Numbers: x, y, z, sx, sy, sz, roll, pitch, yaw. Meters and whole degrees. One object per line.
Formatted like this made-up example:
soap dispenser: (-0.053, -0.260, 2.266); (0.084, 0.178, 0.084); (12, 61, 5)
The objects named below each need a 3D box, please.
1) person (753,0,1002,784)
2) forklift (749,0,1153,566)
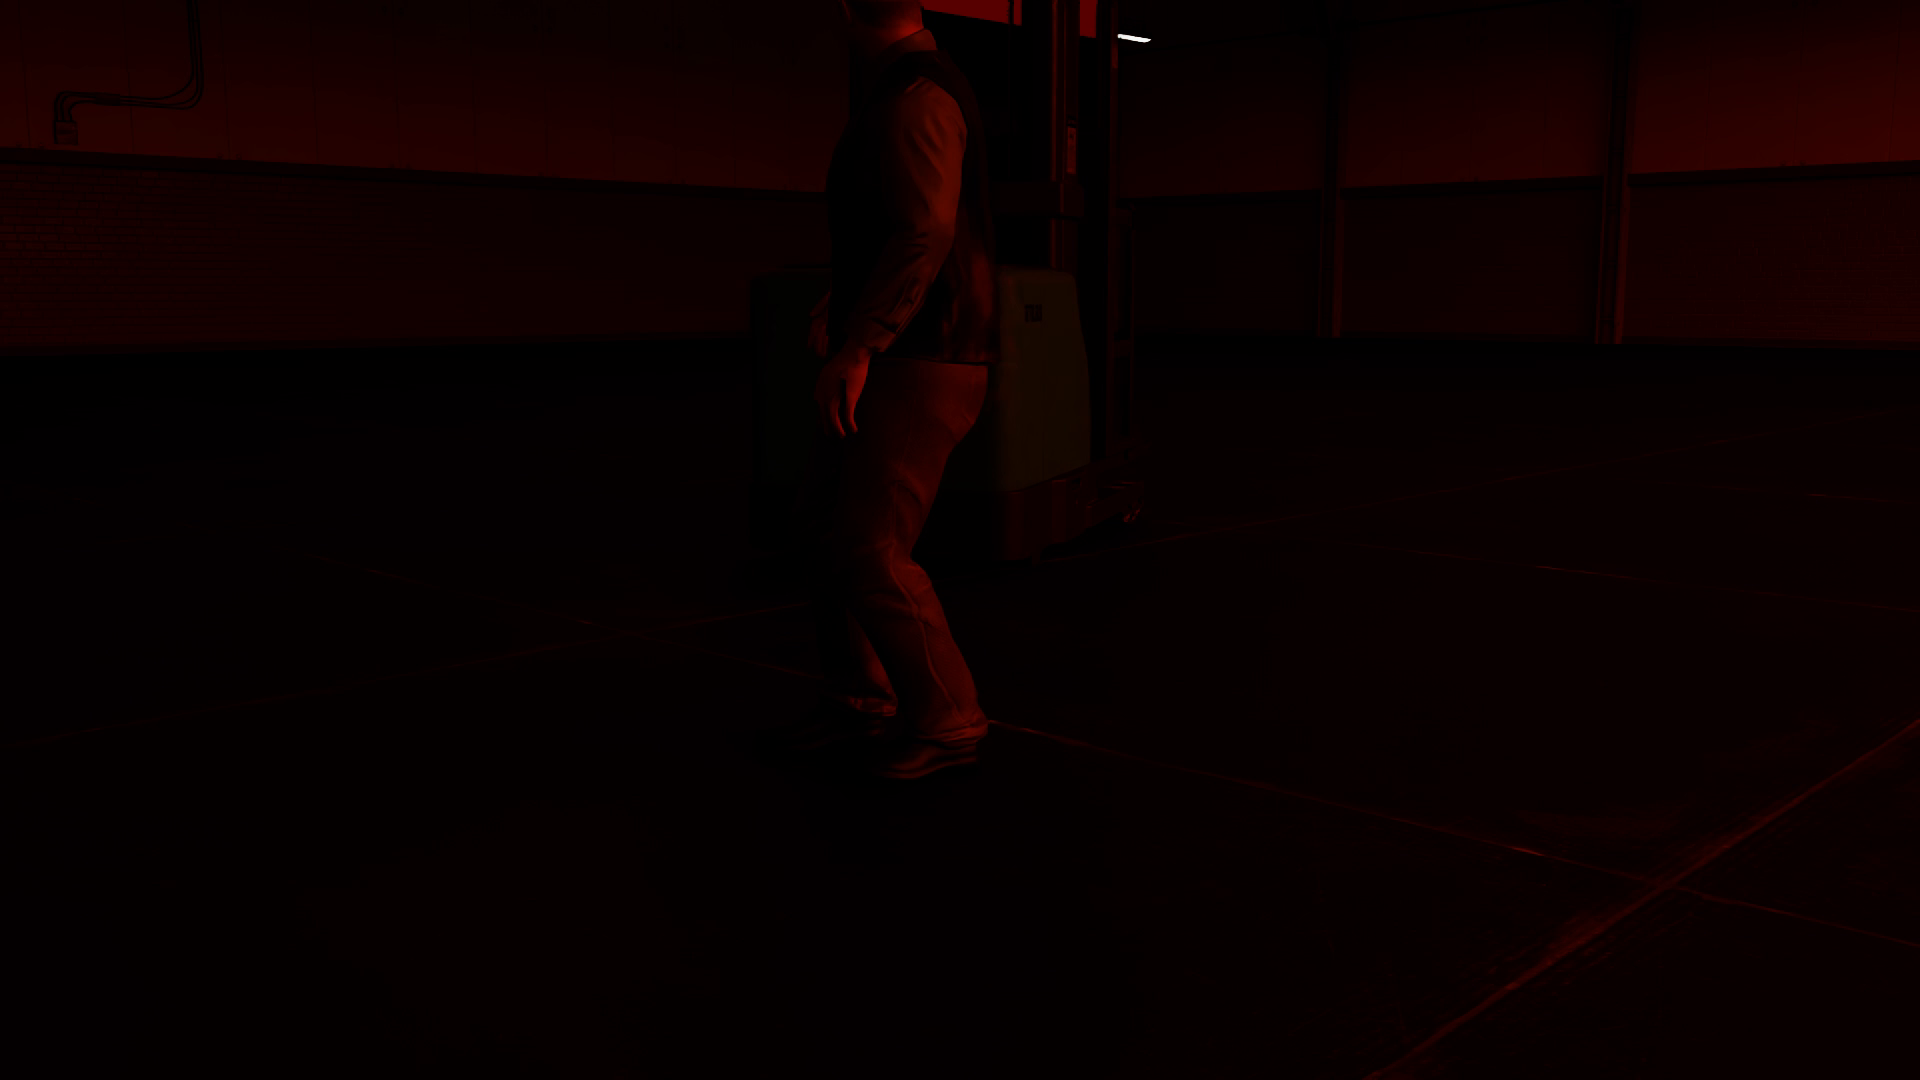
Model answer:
person: (-0.173, -0.351, 3.390); (0.512, 1.695, 0.726); (-1, 9, -9)
forklift: (0.184, -1.537, 7.081); (1.130, 2.935, 3.031); (3, 9, 19)
